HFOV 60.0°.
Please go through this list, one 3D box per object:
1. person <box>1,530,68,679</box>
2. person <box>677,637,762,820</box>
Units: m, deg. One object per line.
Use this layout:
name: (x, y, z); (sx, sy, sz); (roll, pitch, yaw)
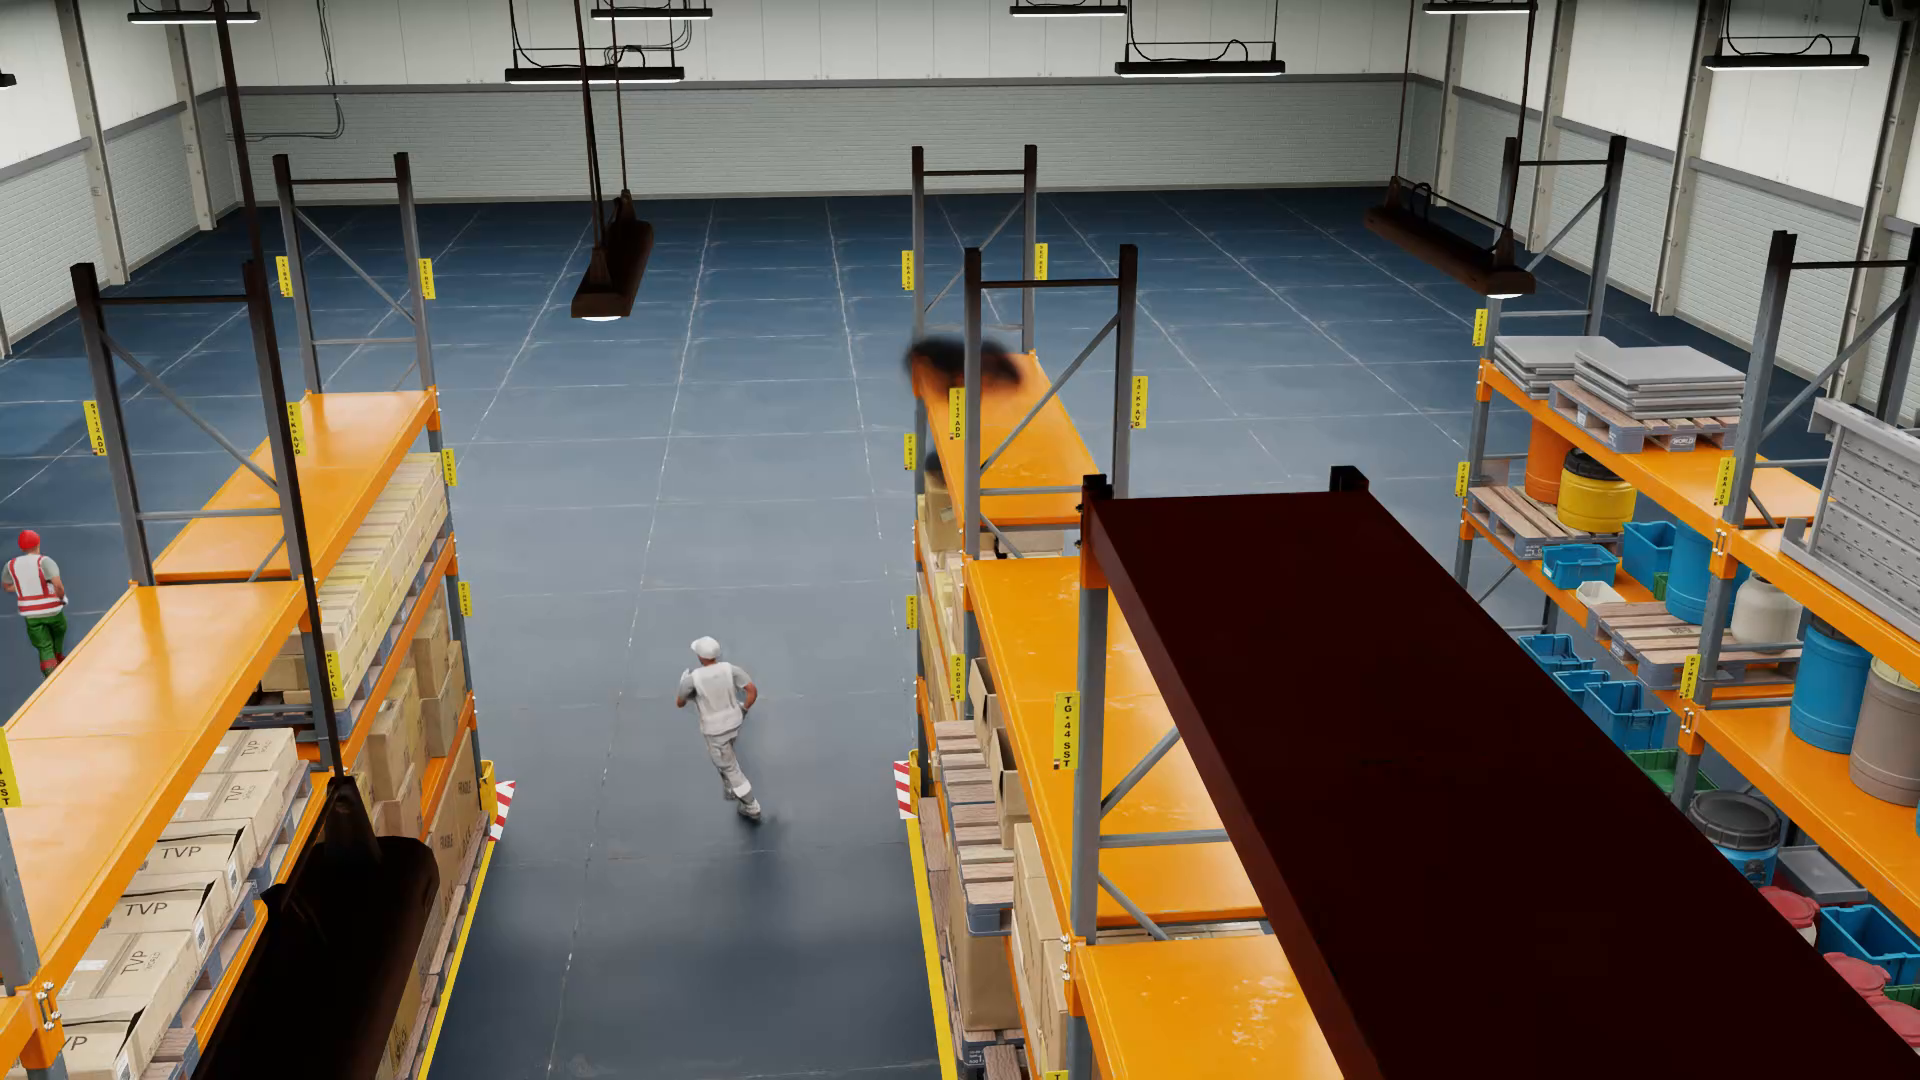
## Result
person: (-9.554, 0.792, 17.232); (0.613, 1.764, 0.863); (-8, 23, -18)
person: (-2.223, 1.679, 15.031); (0.571, 1.731, 0.855); (-19, 28, -39)
